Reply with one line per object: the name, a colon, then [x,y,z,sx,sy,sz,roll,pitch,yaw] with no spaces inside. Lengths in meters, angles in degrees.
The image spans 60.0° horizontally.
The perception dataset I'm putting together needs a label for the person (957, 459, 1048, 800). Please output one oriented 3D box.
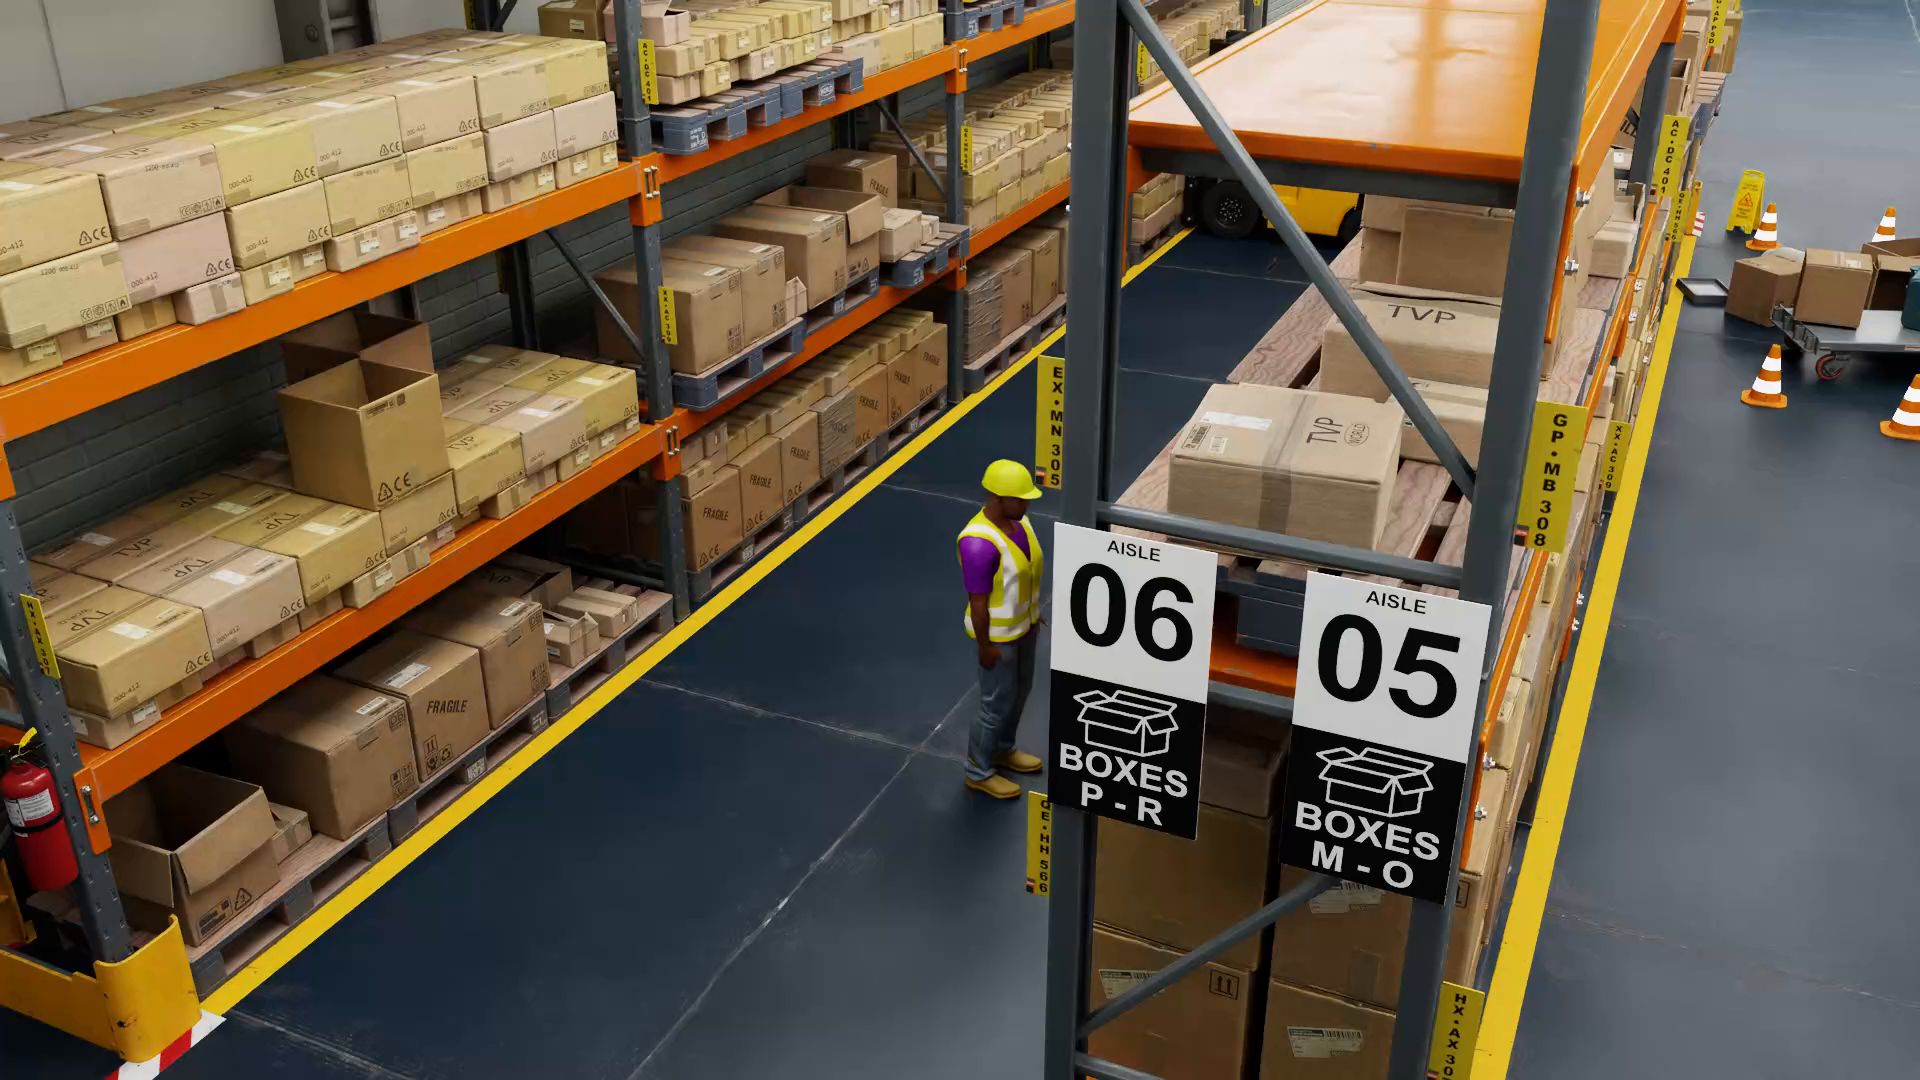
person: [0.217,0.421,8.224,0.362,1.762,0.566,12,28,23]
